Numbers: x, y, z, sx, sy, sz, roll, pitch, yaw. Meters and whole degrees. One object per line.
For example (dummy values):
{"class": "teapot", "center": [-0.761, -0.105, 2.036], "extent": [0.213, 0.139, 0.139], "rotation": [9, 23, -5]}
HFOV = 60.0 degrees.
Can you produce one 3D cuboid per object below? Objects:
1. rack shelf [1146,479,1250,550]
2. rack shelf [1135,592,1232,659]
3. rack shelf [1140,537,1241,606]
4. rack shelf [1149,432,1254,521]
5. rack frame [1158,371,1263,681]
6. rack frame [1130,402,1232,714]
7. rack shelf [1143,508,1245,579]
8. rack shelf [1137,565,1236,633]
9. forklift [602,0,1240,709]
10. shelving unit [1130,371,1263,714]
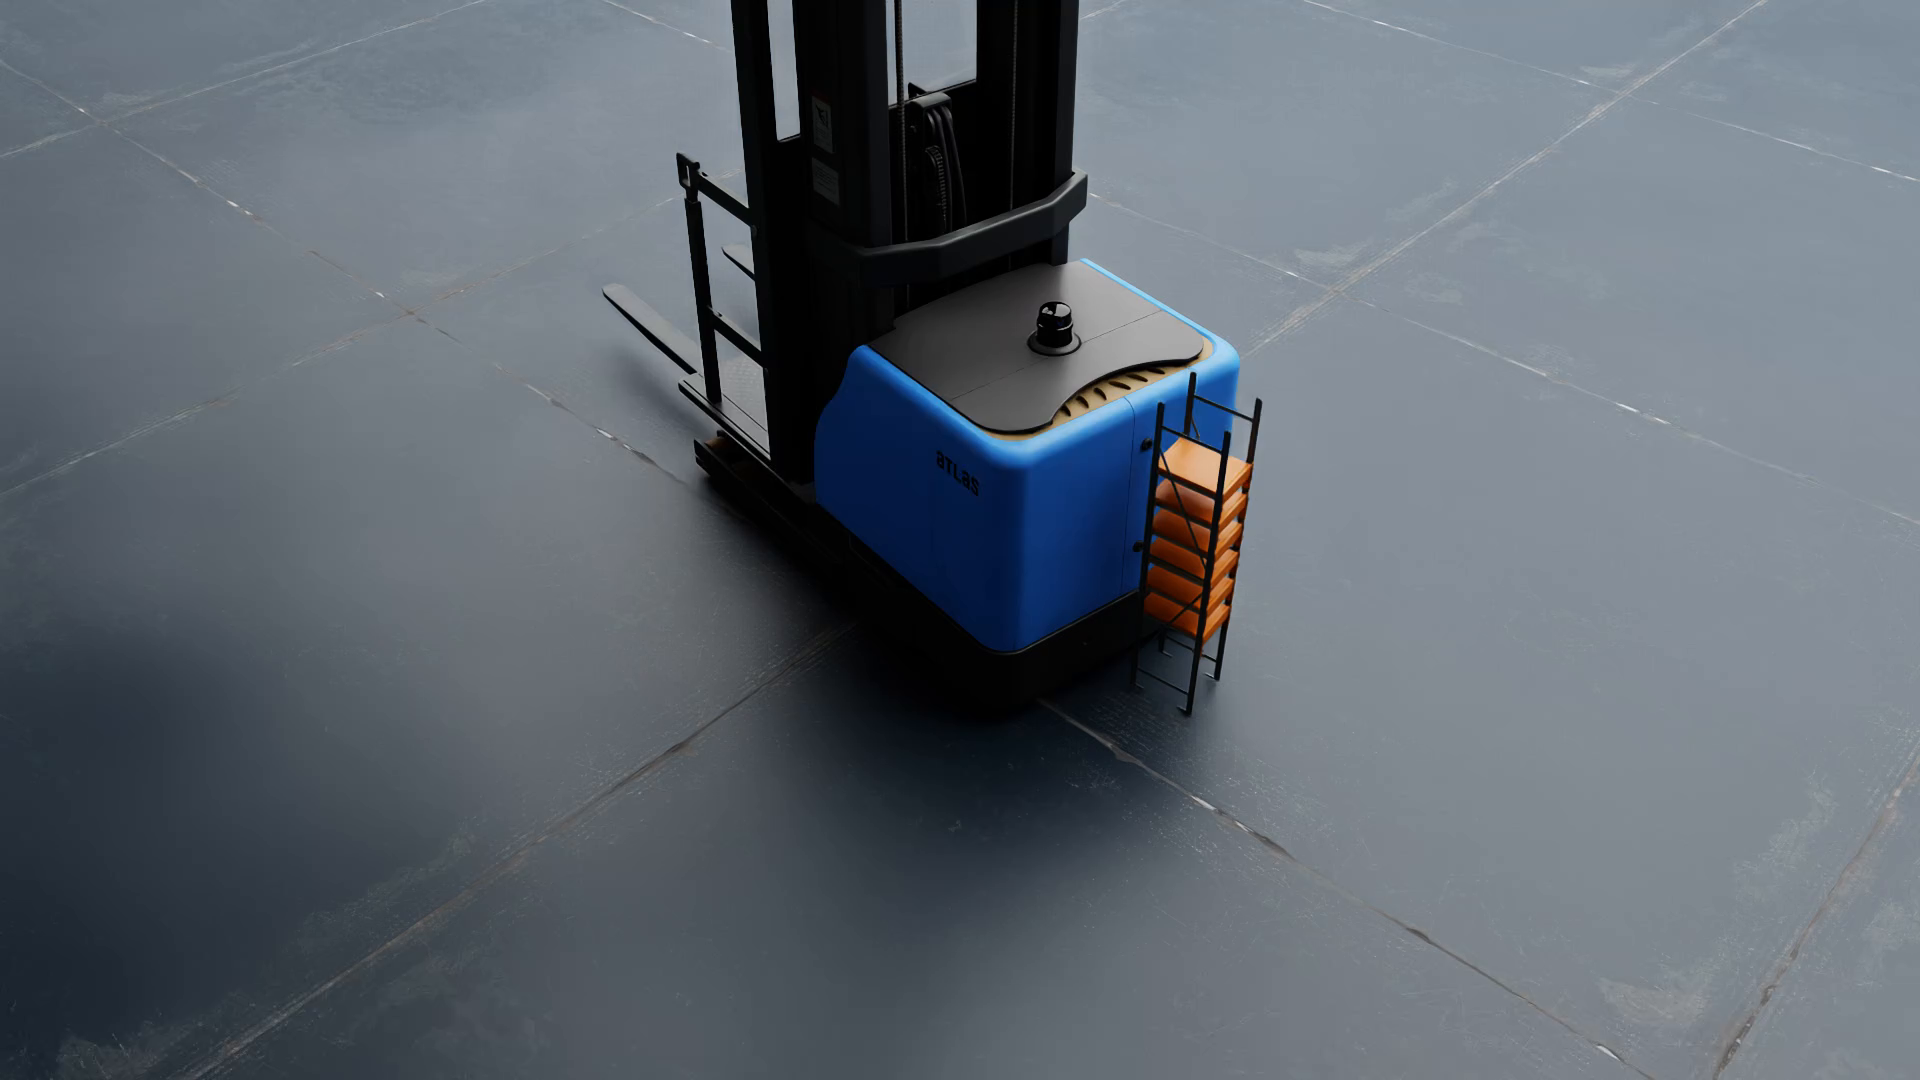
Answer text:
{"class": "rack shelf", "center": [0.726, -0.105, 5.088], "extent": [0.258, 0.103, 0.180], "rotation": [26, 49, 26]}
{"class": "rack shelf", "center": [0.726, 0.248, 5.414], "extent": [0.258, 0.103, 0.180], "rotation": [26, 49, 26]}
{"class": "rack shelf", "center": [0.726, 0.071, 5.251], "extent": [0.258, 0.103, 0.180], "rotation": [26, 49, 26]}
{"class": "rack shelf", "center": [0.726, -0.193, 5.006], "extent": [0.258, 0.103, 0.180], "rotation": [26, 49, 26]}
{"class": "rack frame", "center": [0.780, -0.011, 5.275], "extent": [0.240, 1.200, 0.006], "rotation": [26, 49, 26]}
{"class": "rack frame", "center": [0.672, 0.089, 5.167], "extent": [0.240, 1.200, 0.006], "rotation": [26, 49, 26]}
{"class": "rack shelf", "center": [0.726, -0.017, 5.169], "extent": [0.258, 0.103, 0.180], "rotation": [26, 49, 26]}
{"class": "rack shelf", "center": [0.726, 0.160, 5.332], "extent": [0.258, 0.103, 0.180], "rotation": [26, 49, 26]}
{"class": "forklift", "center": [-0.383, -1.458, 5.728], "extent": [1.130, 2.935, 3.031], "rotation": [-26, 45, -28]}
{"class": "shelving unit", "center": [0.726, 0.039, 5.221], "extent": [0.258, 1.200, 0.189], "rotation": [26, 49, 26]}
